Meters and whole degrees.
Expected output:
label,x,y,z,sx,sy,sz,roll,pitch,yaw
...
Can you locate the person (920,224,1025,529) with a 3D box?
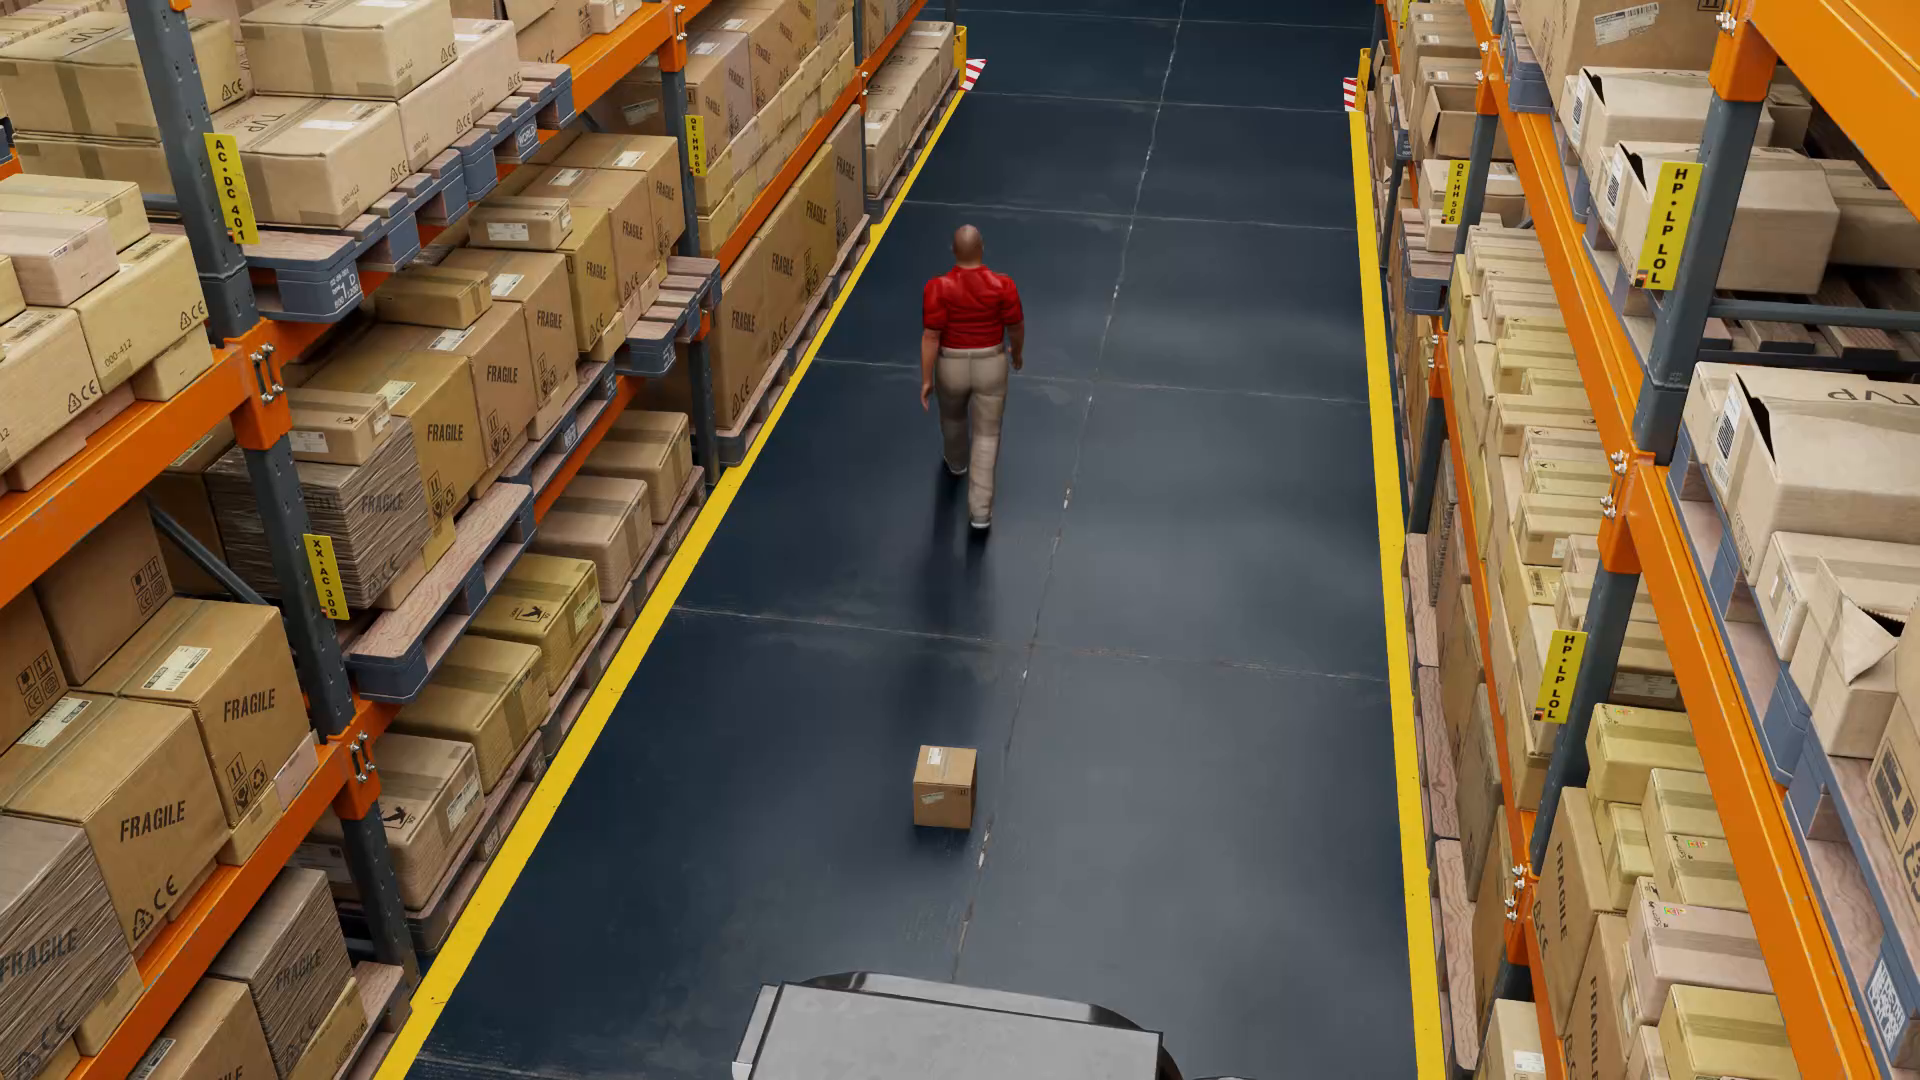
label,x,y,z,sx,sy,sz,roll,pitch,yaw
person,0.073,-0.980,9.208,0.565,1.670,1.039,1,32,2
